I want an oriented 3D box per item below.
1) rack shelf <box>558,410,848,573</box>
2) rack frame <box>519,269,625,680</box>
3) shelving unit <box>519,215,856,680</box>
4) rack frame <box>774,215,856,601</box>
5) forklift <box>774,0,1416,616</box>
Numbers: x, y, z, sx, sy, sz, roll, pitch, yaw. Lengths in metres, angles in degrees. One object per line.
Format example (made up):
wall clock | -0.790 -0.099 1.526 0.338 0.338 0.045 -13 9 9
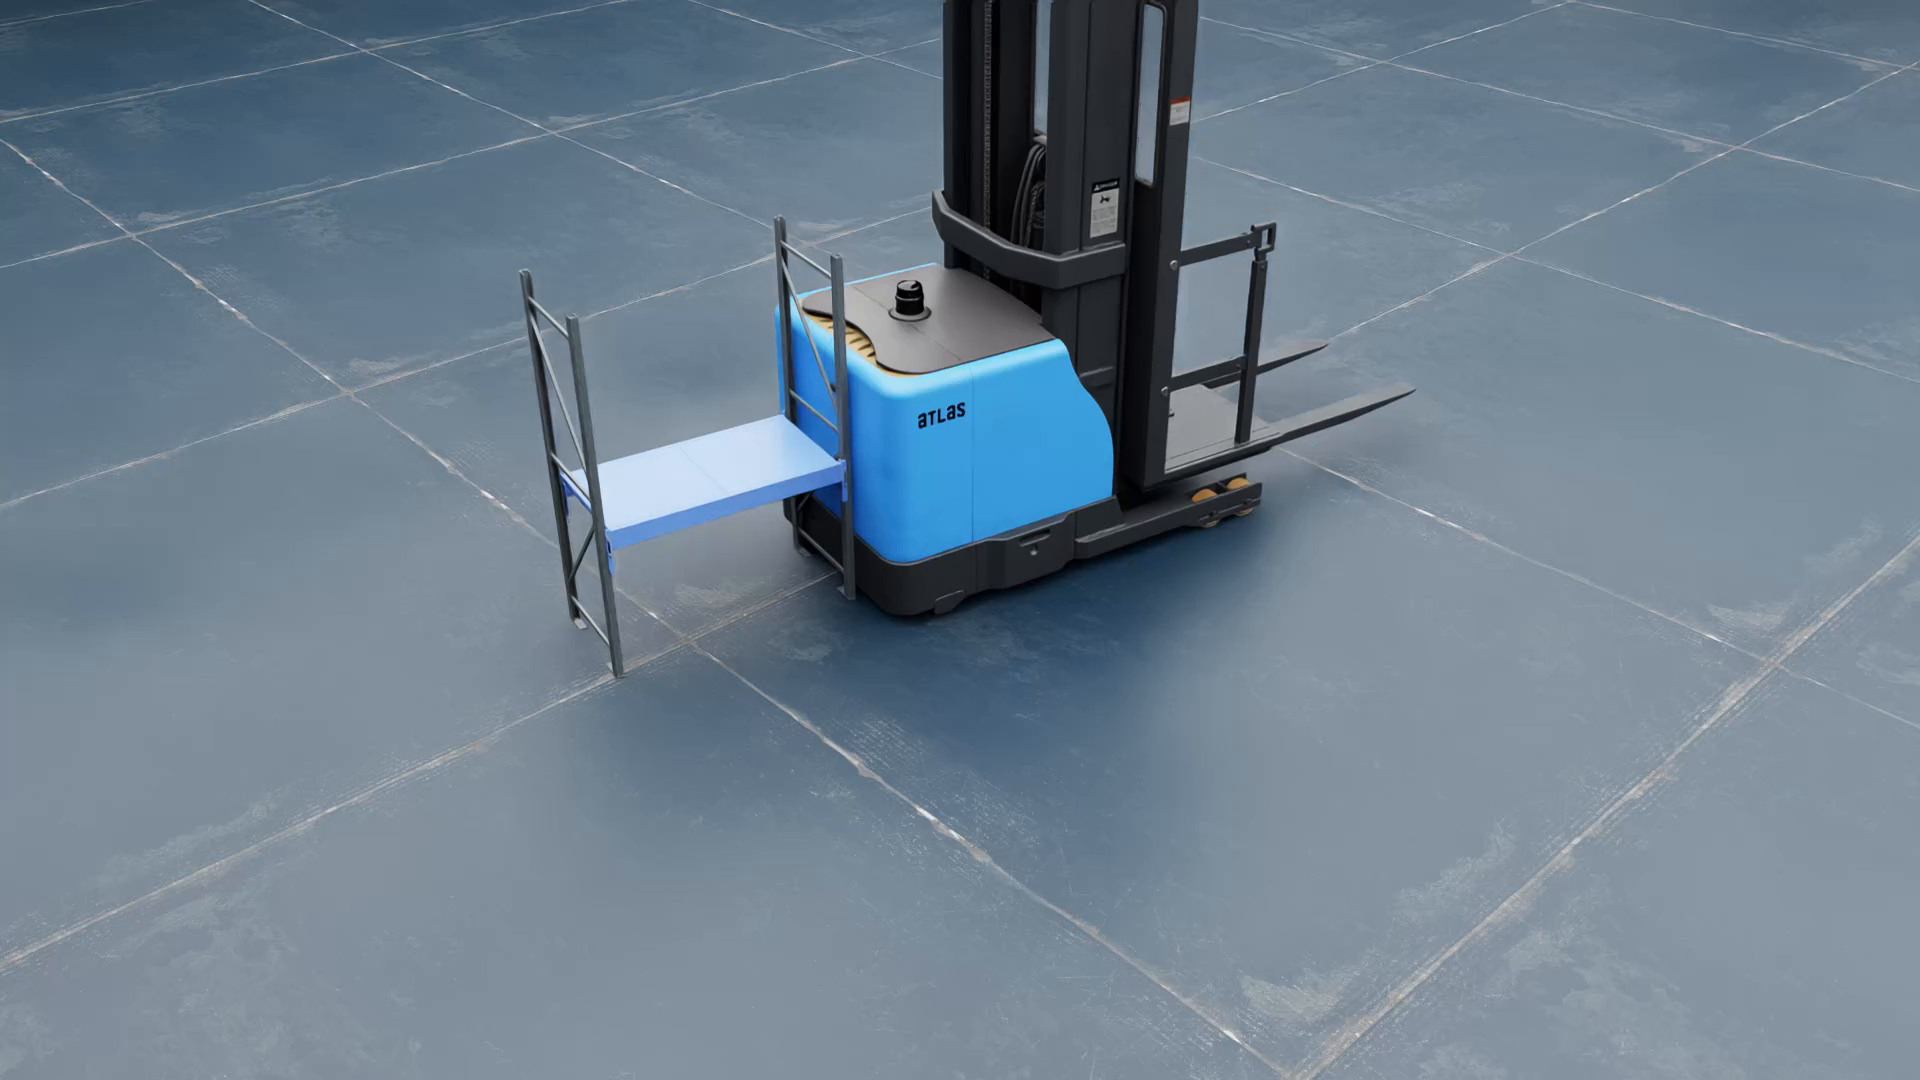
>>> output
rack shelf | -1.003 -0.207 6.495 1.000 0.185 0.538 -18 36 -27
rack frame | -1.433 -0.219 6.170 0.032 1.500 0.500 -18 36 -27
shelving unit | -1.003 -0.360 6.402 1.048 1.500 0.538 -18 36 -27
rack frame | -0.574 -0.502 6.633 0.032 1.500 0.500 -18 36 -27
forklift | 0.746 -1.519 6.925 3.031 2.935 1.130 -18 36 -27
